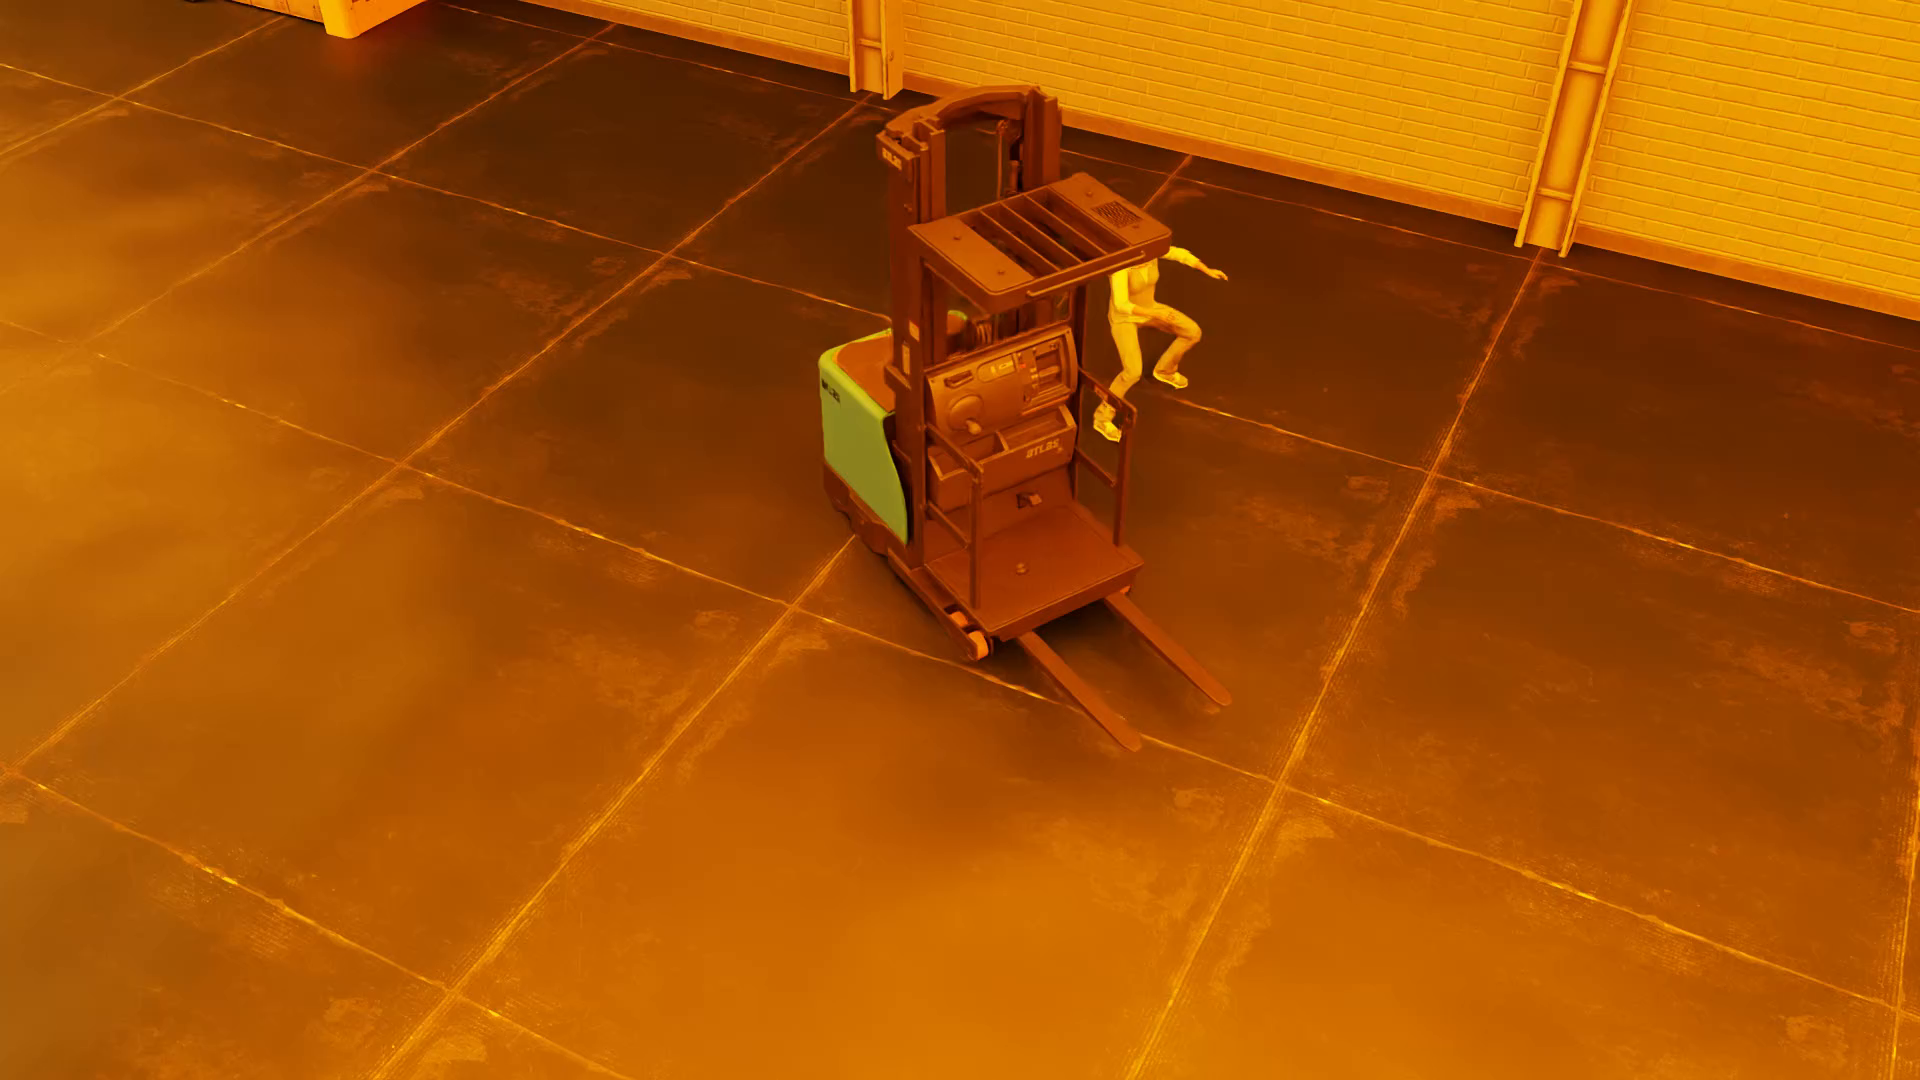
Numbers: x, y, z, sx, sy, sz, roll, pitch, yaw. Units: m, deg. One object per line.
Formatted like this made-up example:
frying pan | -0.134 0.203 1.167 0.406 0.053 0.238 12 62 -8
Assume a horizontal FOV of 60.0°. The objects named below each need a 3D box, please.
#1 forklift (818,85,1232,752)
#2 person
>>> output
forklift | 0.357 -0.788 8.922 1.130 2.935 3.031 -23 45 -25
person | 1.255 -1.427 10.891 0.894 1.369 0.668 -26 47 -28
